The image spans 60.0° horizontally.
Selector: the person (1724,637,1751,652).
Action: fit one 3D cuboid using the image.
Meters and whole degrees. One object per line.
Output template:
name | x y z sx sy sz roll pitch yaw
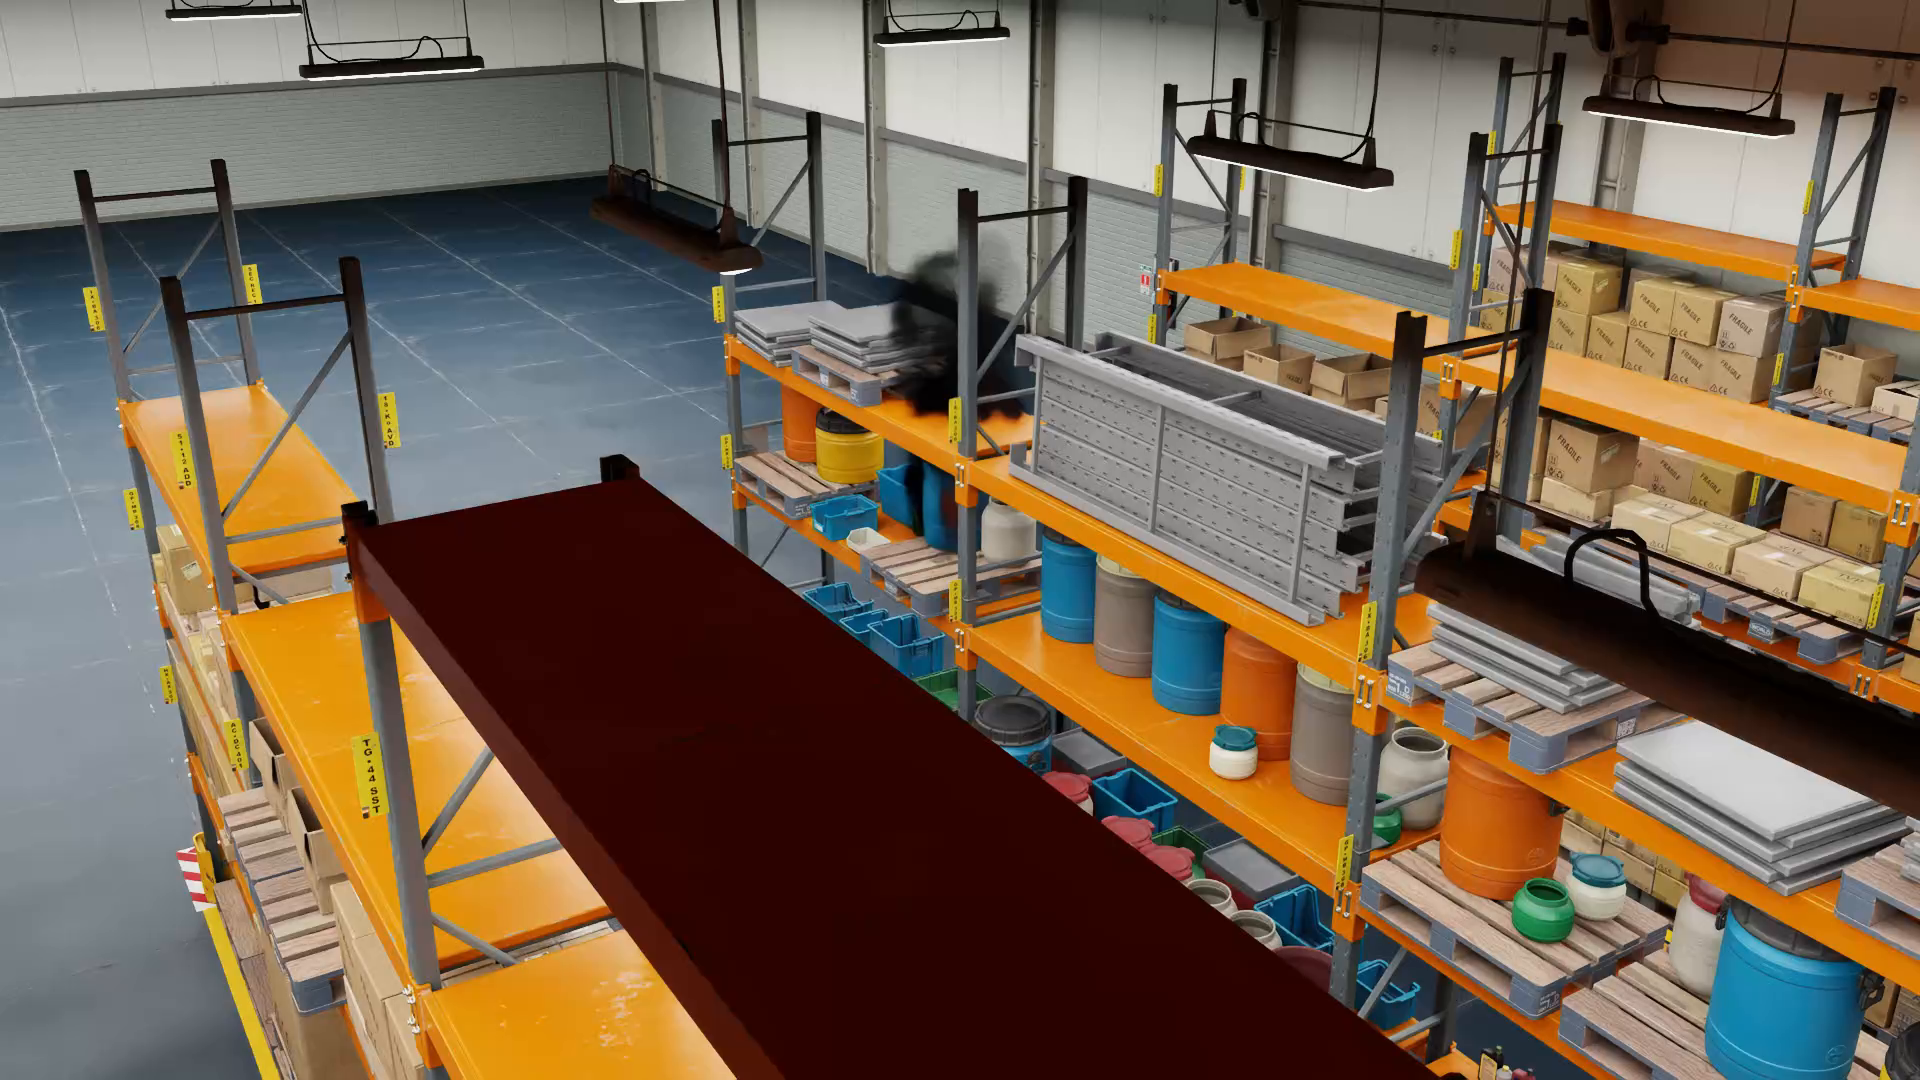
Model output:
person | 6.772 1.662 14.910 0.640 1.736 0.596 -14 26 -31
